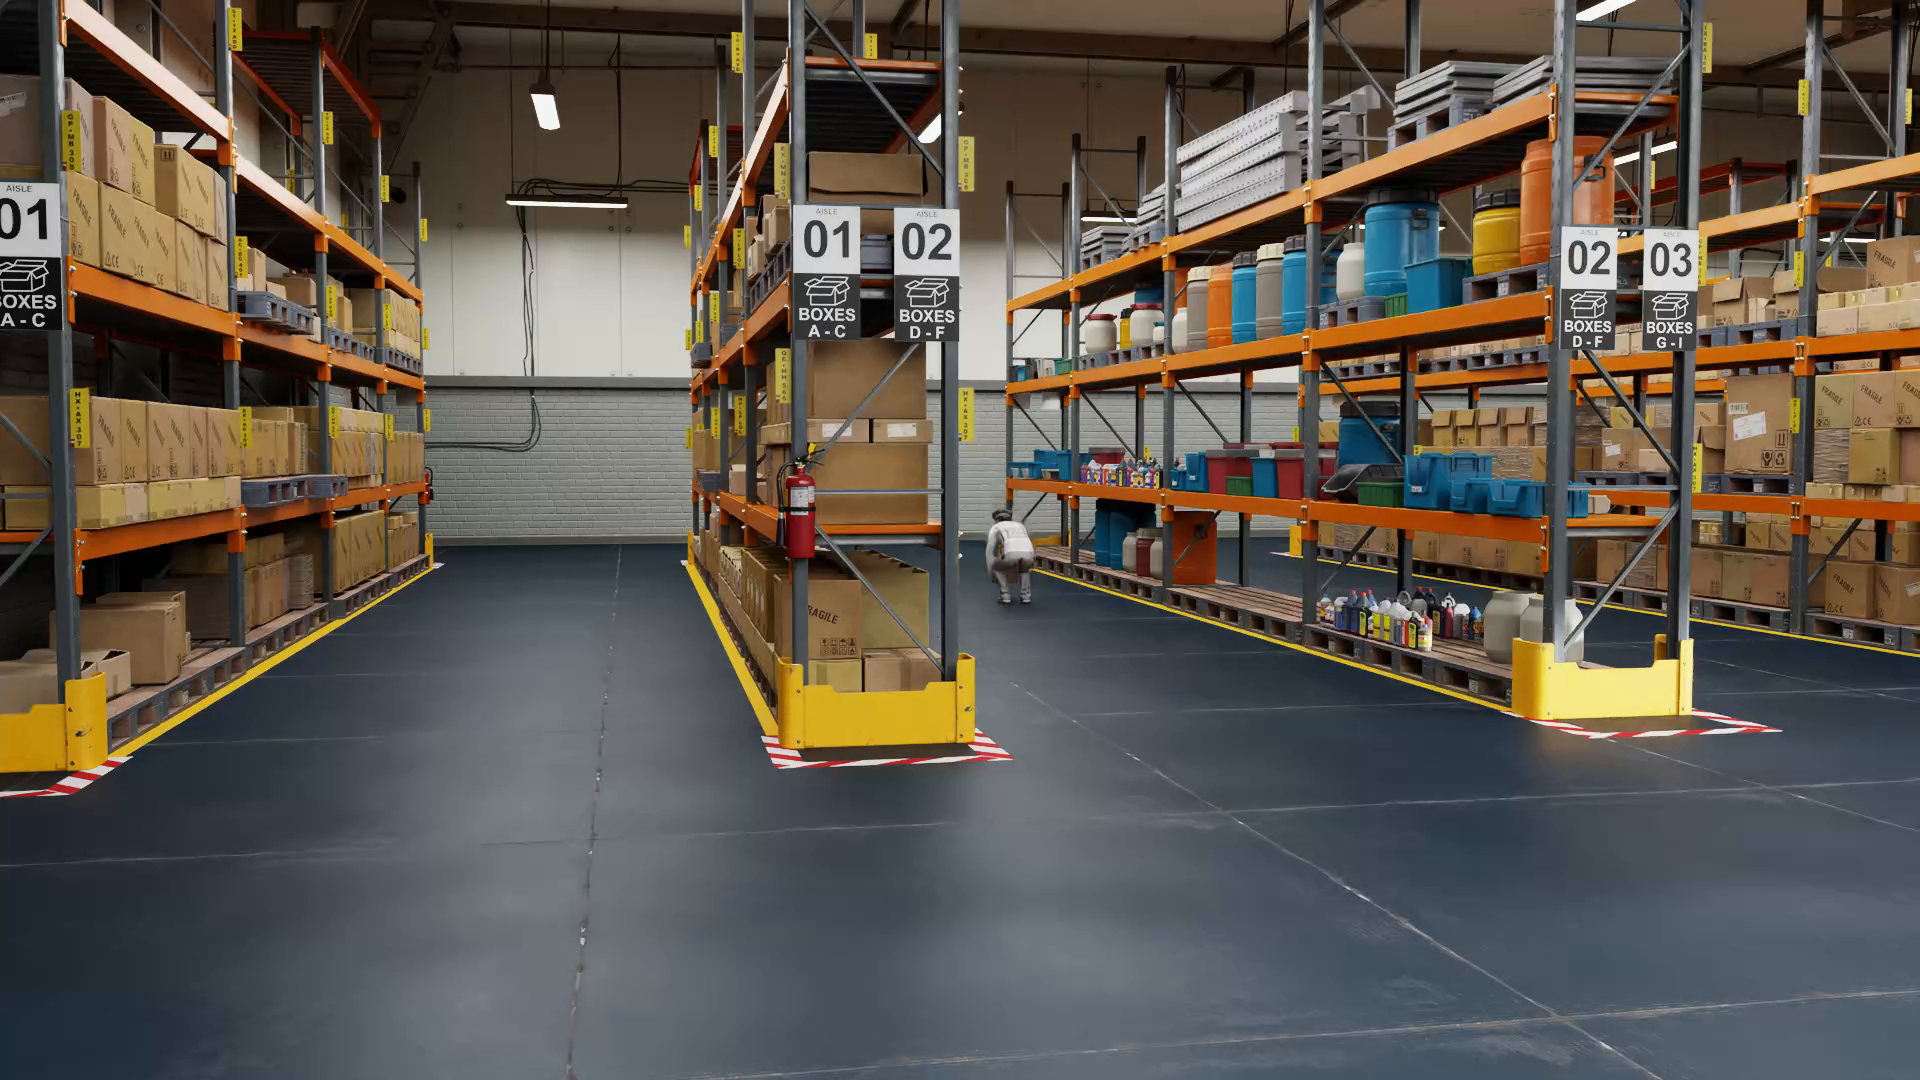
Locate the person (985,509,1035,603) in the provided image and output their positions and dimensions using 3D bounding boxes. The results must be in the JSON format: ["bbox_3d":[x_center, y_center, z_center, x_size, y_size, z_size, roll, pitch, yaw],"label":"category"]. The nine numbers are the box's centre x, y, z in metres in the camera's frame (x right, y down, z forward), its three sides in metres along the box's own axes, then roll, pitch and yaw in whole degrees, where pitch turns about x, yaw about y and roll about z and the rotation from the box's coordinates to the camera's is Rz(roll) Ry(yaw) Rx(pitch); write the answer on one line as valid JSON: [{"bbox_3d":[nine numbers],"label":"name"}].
[{"bbox_3d":[0.571,0.188,19.178,0.504,1.073,0.815,-1,3,-12],"label":"person"}]
